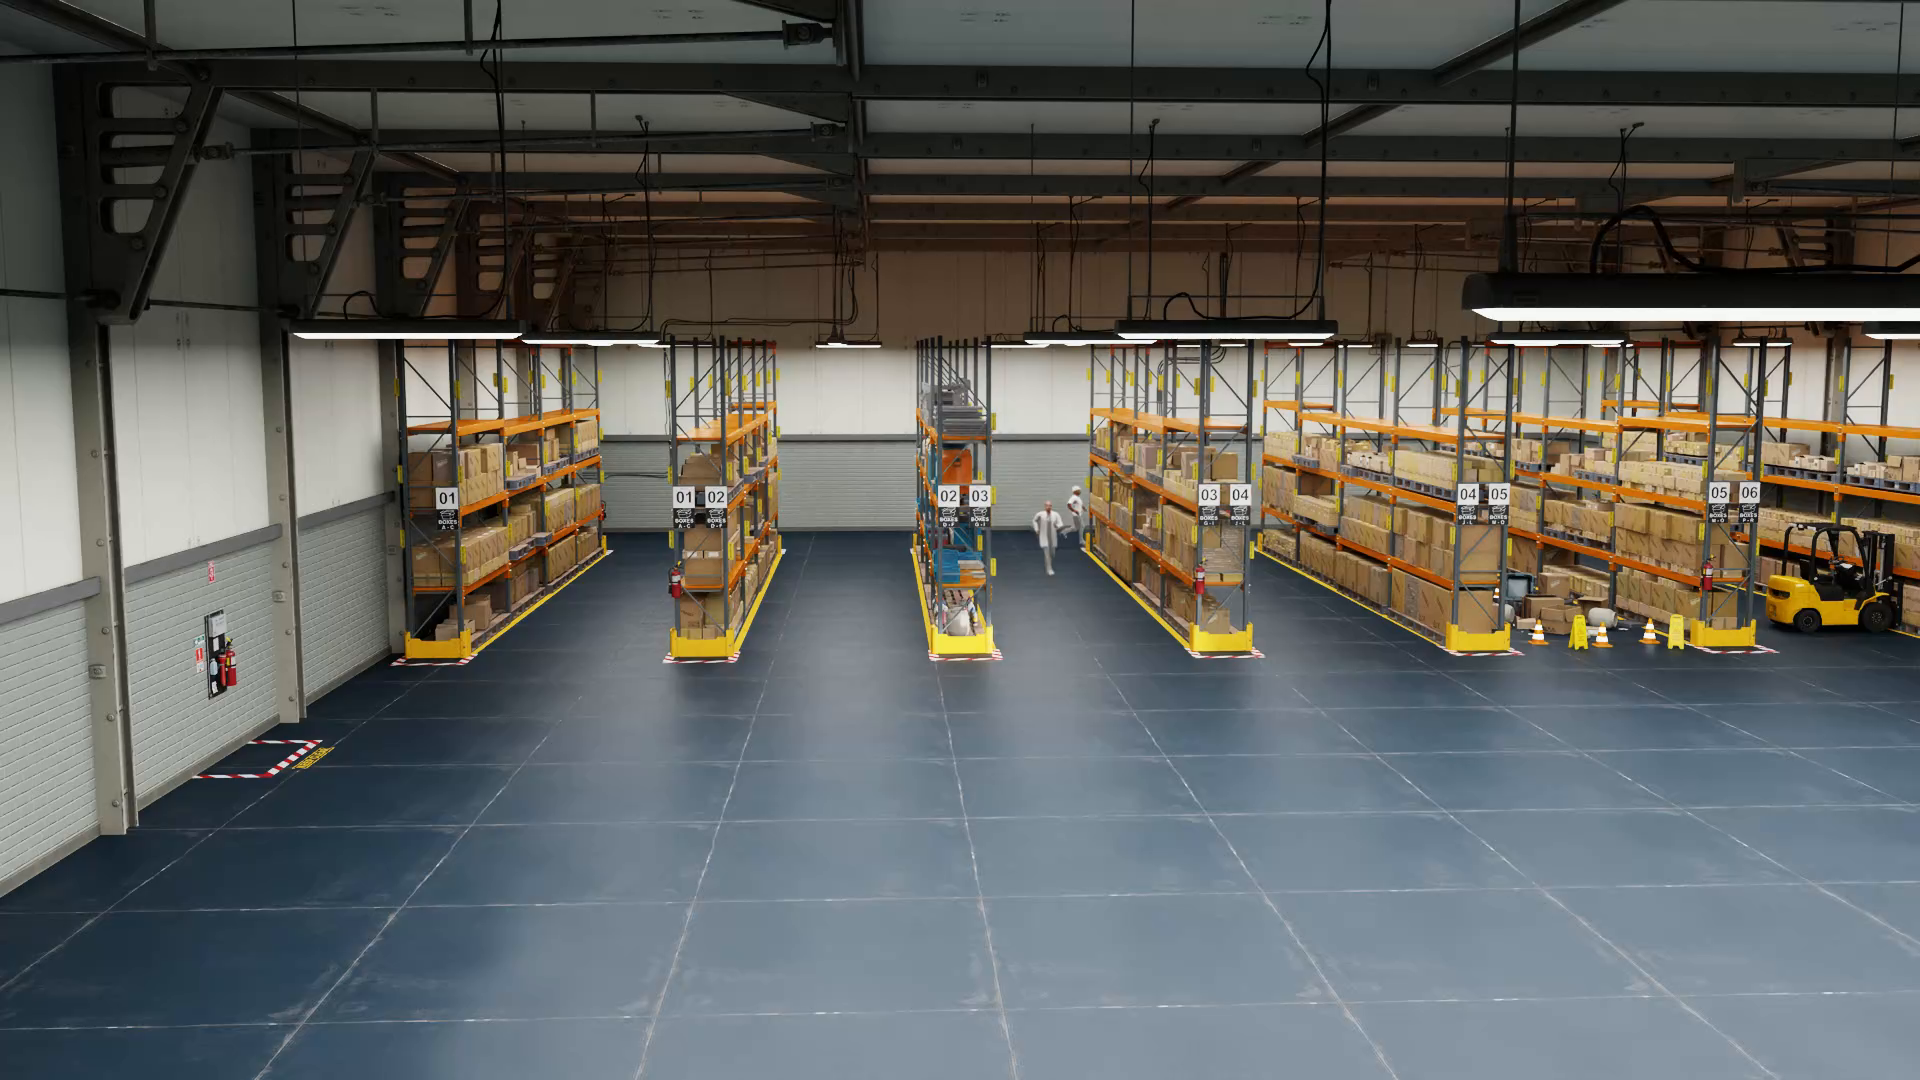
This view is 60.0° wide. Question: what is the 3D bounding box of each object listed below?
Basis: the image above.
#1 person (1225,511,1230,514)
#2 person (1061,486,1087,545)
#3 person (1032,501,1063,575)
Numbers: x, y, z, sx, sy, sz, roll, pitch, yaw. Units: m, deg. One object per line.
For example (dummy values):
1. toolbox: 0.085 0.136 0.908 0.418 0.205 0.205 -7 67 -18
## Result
1. person: 7.506 -0.300 45.742 0.673 1.690 0.769 0 7 -4
2. person: 3.416 -0.730 49.295 0.867 1.757 0.700 1 7 9
3. person: 2.154 -0.042 40.497 0.709 1.801 0.833 -1 7 -9
